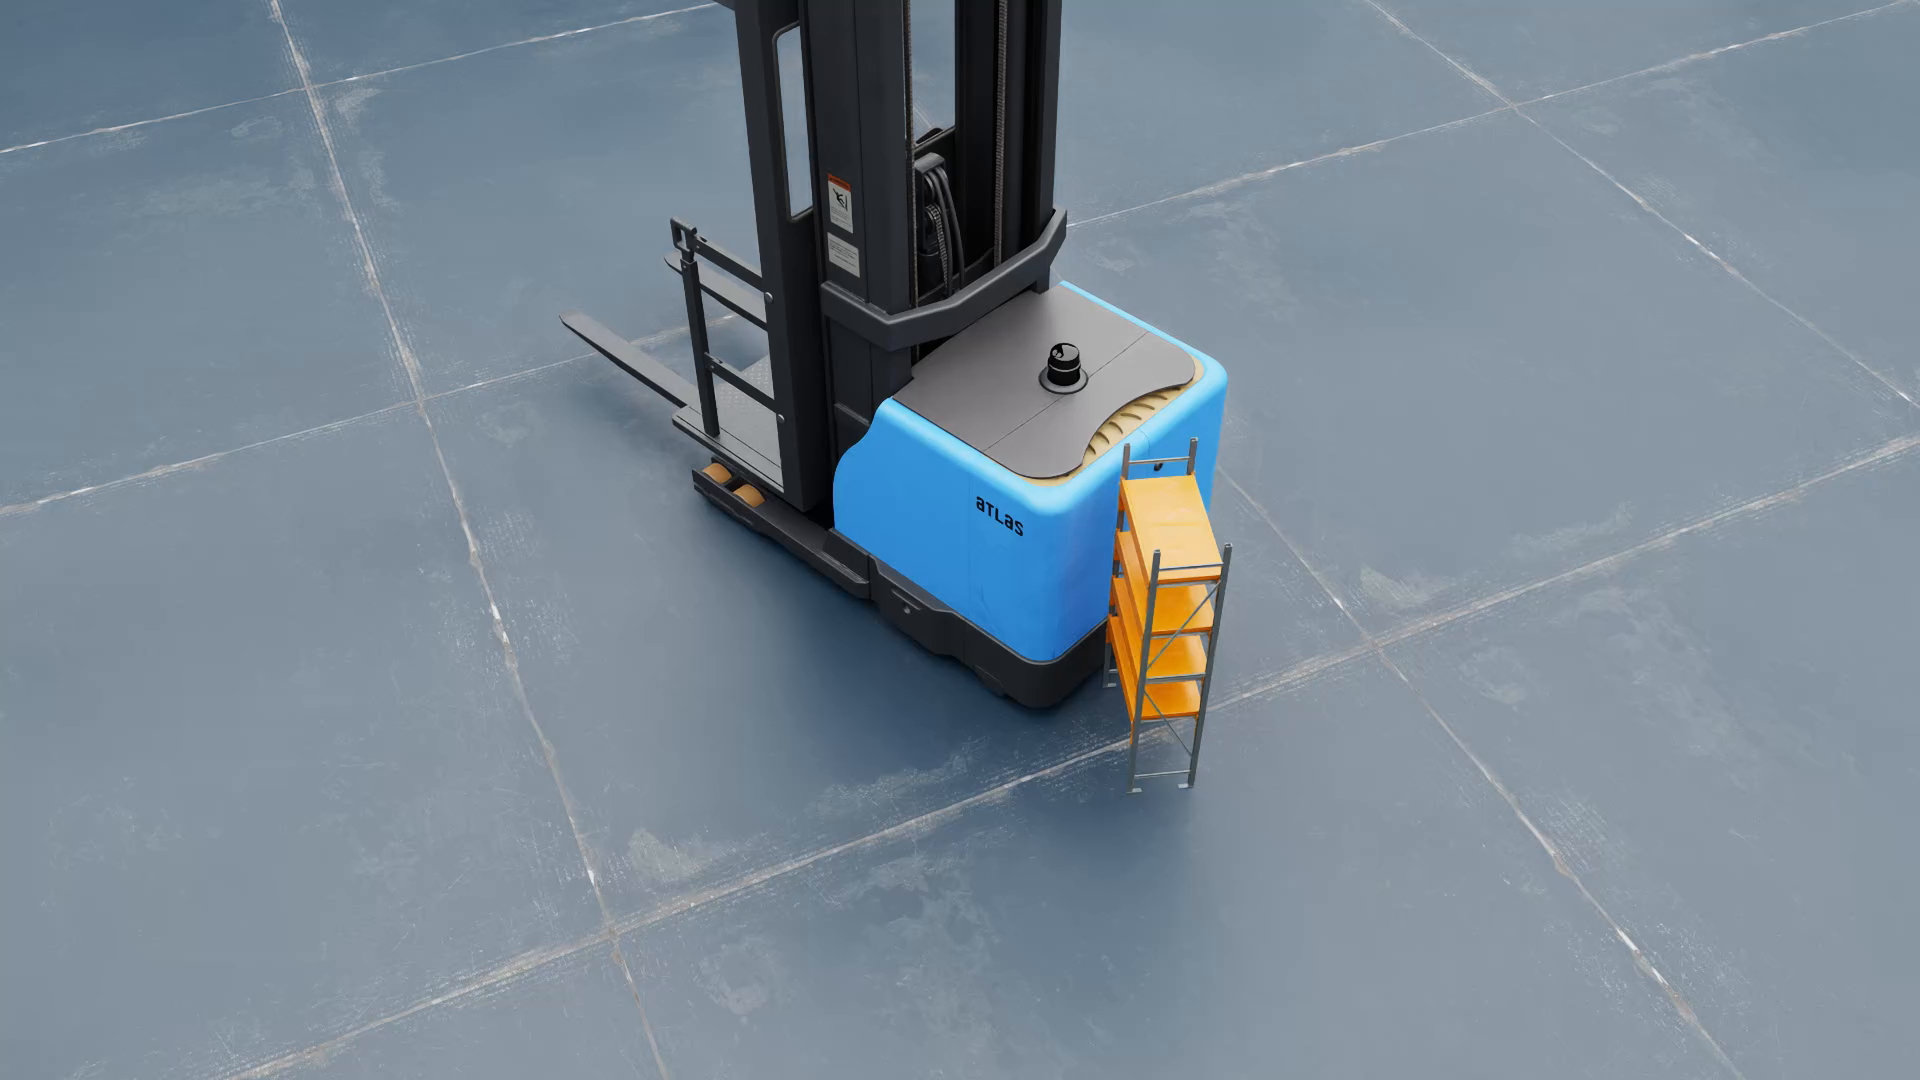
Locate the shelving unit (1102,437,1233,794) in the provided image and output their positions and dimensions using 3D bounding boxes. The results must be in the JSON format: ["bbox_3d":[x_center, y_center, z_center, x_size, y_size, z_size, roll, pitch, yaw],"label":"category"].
[{"bbox_3d":[0.676,0.280,5.612,0.258,1.200,0.503,-5,45,-5],"label":"shelving unit"}]

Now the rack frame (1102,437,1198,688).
[{"bbox_3d":[0.648,0.110,5.784,0.240,1.200,0.015,-5,45,-5],"label":"rack frame"}]

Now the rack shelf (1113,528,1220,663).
[{"bbox_3d":[0.676,0.169,5.502,0.258,0.148,0.480,-5,45,-5],"label":"rack shelf"}]

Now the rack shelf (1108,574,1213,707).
[{"bbox_3d":[0.676,0.328,5.659,0.258,0.148,0.480,-5,45,-5],"label":"rack shelf"}]

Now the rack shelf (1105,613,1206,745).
[{"bbox_3d":[0.676,0.470,5.798,0.258,0.148,0.480,-5,45,-5],"label":"rack shelf"}]

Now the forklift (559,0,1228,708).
[{"bbox_3d":[-0.463,-1.344,6.025,3.031,2.935,1.130,33,53,29],"label":"forklift"}]

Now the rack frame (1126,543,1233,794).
[{"bbox_3d":[0.704,0.451,5.439,0.240,1.200,0.015,-5,45,-5],"label":"rack frame"}]

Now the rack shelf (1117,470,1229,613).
[{"bbox_3d":[0.676,0.001,5.336,0.258,0.148,0.480,-5,45,-5],"label":"rack shelf"}]
